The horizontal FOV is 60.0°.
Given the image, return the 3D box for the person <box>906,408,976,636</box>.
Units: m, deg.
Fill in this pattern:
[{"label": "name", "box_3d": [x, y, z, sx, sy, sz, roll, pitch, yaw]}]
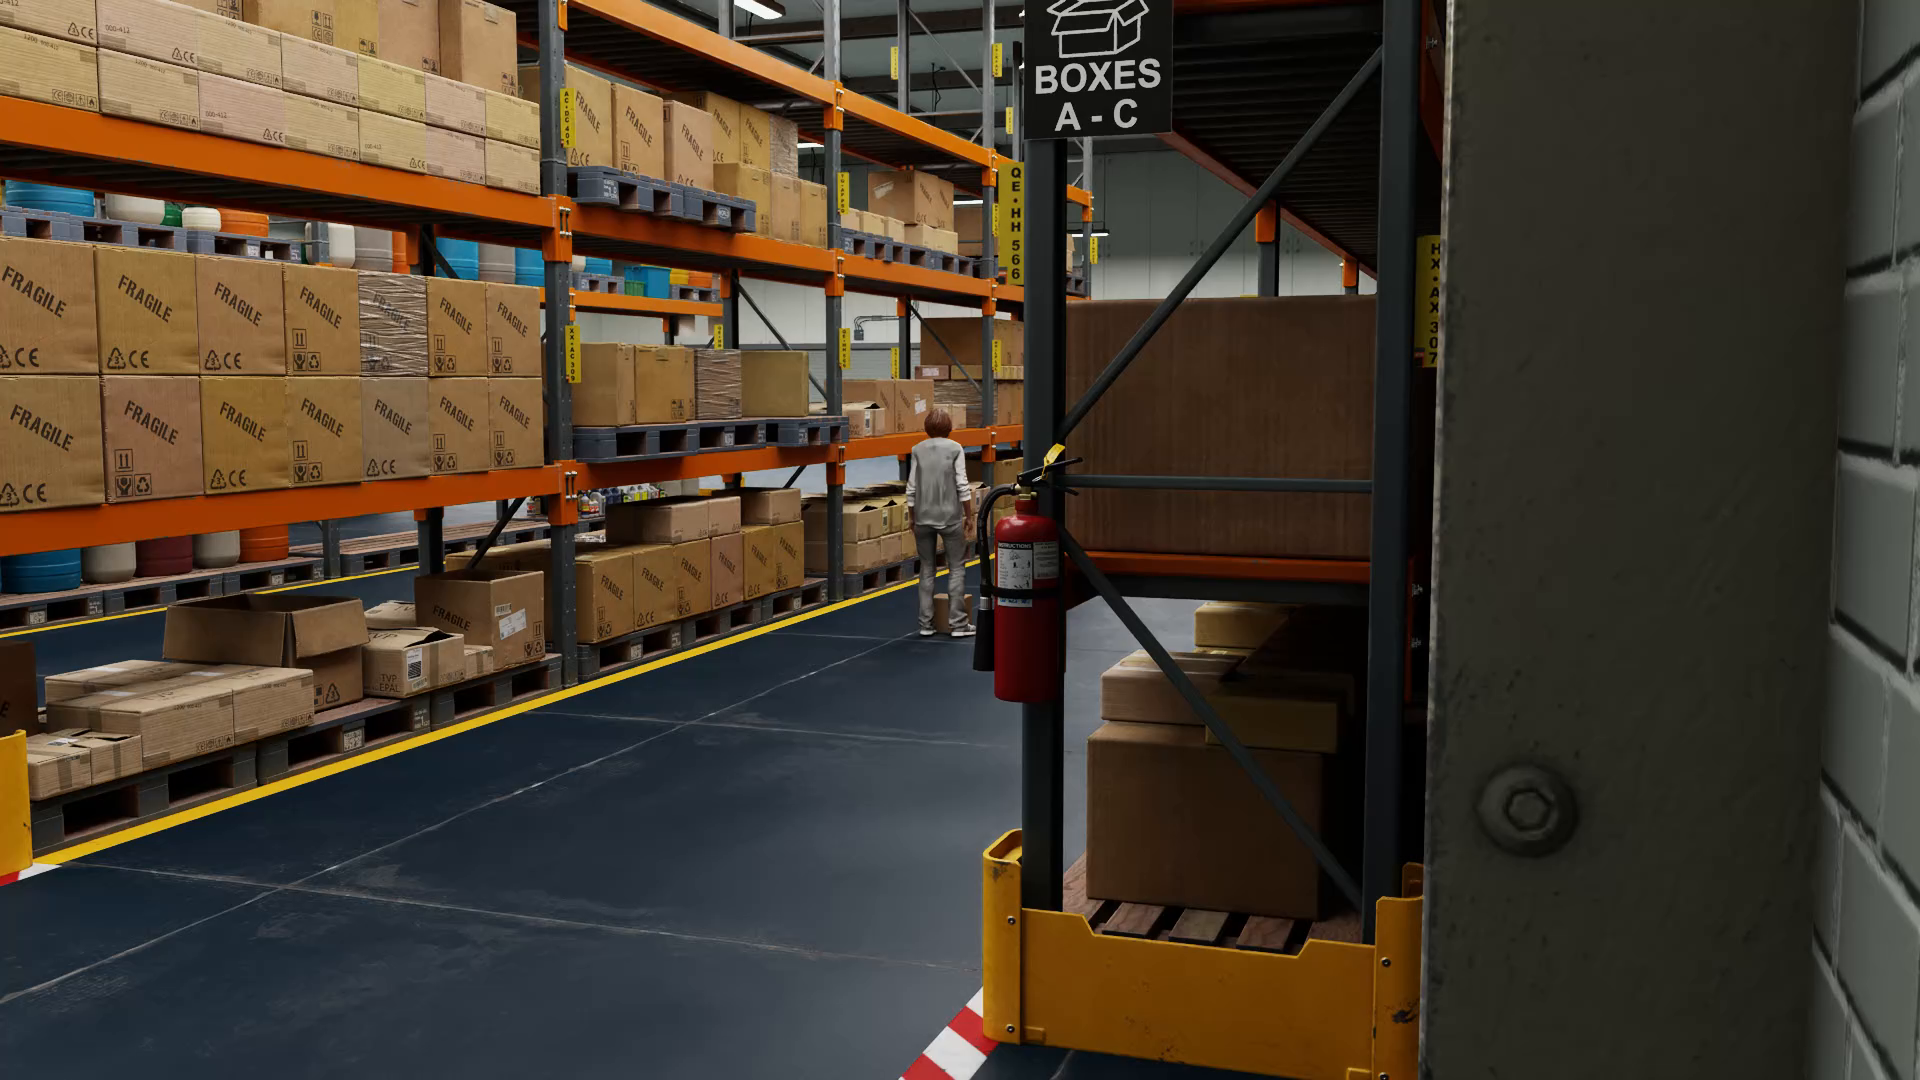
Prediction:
[{"label": "person", "box_3d": [-0.140, -0.116, 11.617, 0.483, 1.582, 0.340, 2, 6, 16]}]
